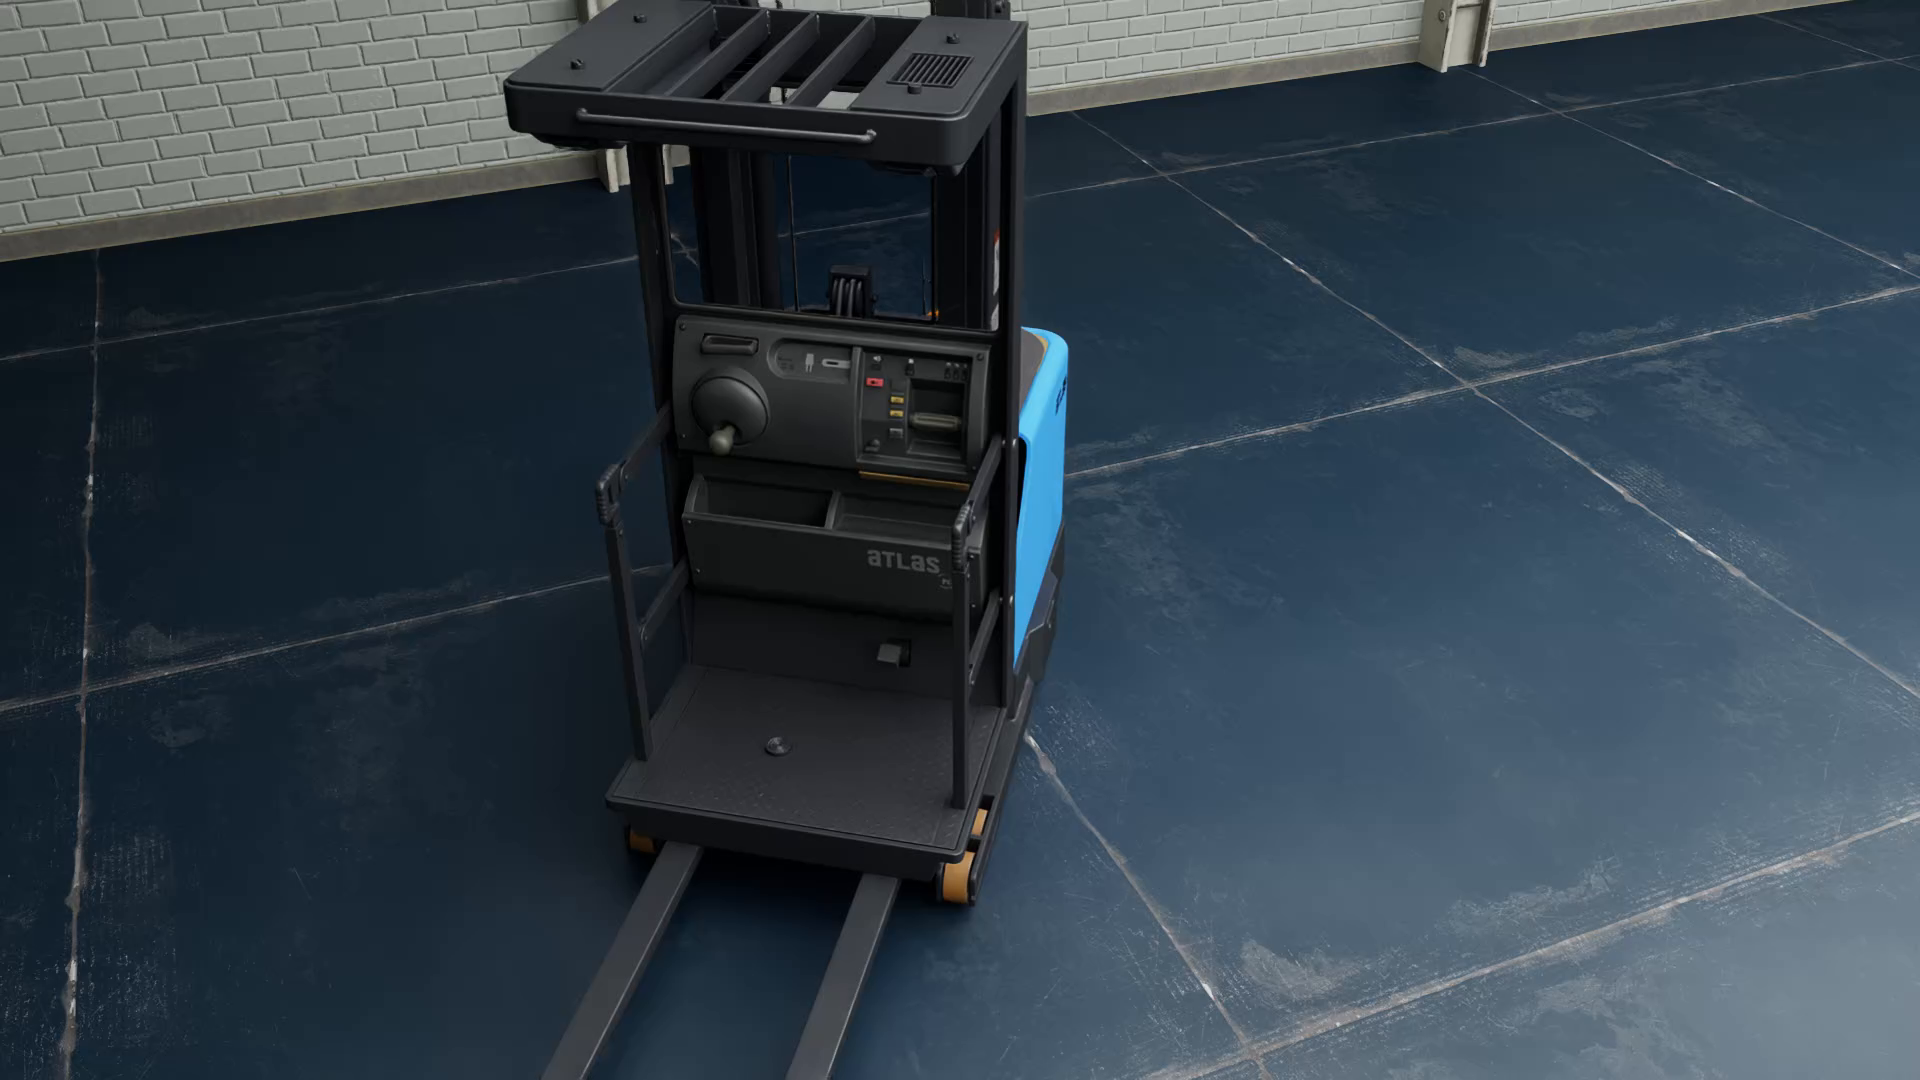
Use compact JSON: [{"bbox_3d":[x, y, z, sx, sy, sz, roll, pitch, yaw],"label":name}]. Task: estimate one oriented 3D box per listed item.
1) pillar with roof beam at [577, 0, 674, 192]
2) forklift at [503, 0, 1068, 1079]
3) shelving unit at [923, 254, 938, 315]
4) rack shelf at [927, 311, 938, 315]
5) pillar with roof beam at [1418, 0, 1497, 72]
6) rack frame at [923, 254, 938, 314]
[{"bbox_3d":[-0.306,-3.804,4.345,0.400,9.000,9.100,-13,35,-19],"label":"pillar with roof beam"},{"bbox_3d":[-0.423,-0.351,4.601,1.130,2.935,3.031,7,34,11],"label":"forklift"},{"bbox_3d":[-0.006,-0.518,6.446,0.189,1.200,0.258,-13,35,-19],"label":"shelving unit"},{"bbox_3d":[-0.006,-0.783,6.274,0.180,0.103,0.258,-13,35,-19],"label":"rack shelf"},{"bbox_3d":[5.226,-5.071,6.292,0.400,9.000,9.100,-13,35,-19],"label":"pillar with roof beam"},{"bbox_3d":[-0.090,-0.499,6.416,0.006,1.200,0.240,-13,35,-19],"label":"rack frame"}]
